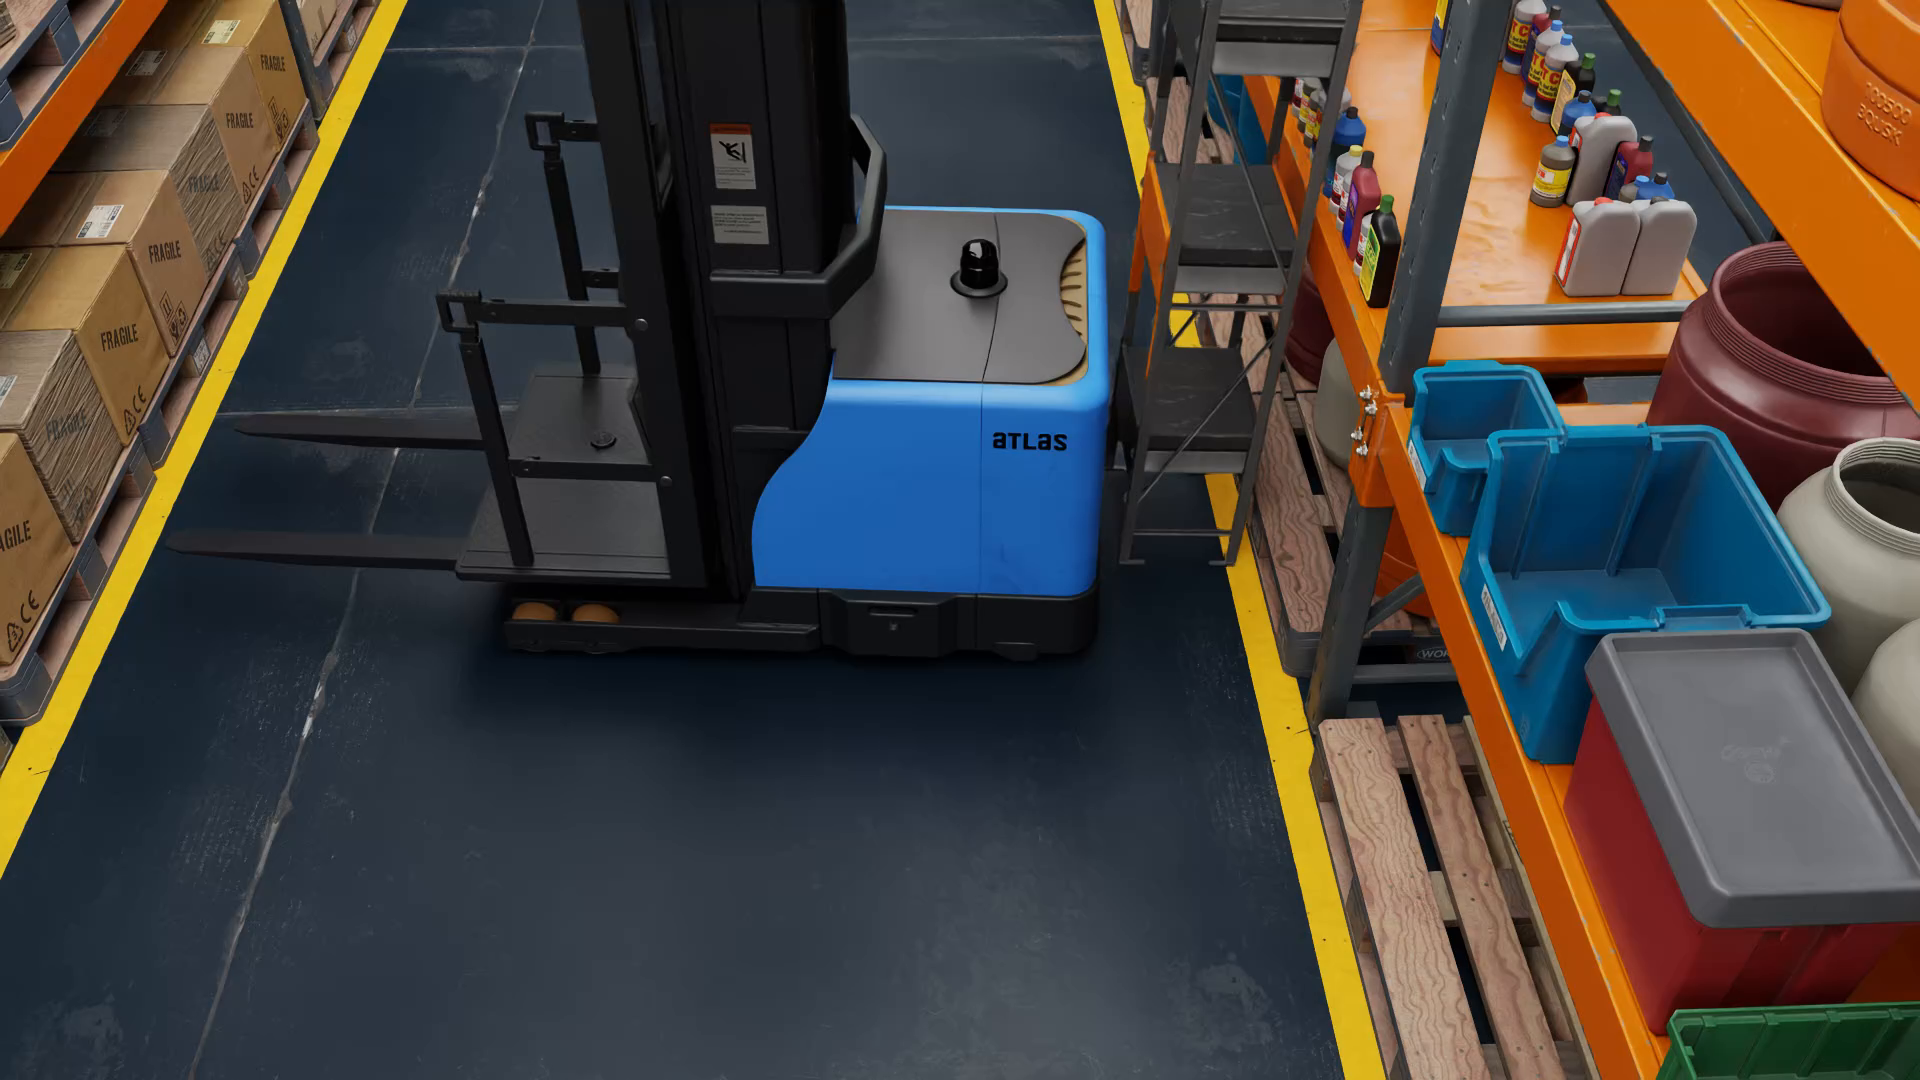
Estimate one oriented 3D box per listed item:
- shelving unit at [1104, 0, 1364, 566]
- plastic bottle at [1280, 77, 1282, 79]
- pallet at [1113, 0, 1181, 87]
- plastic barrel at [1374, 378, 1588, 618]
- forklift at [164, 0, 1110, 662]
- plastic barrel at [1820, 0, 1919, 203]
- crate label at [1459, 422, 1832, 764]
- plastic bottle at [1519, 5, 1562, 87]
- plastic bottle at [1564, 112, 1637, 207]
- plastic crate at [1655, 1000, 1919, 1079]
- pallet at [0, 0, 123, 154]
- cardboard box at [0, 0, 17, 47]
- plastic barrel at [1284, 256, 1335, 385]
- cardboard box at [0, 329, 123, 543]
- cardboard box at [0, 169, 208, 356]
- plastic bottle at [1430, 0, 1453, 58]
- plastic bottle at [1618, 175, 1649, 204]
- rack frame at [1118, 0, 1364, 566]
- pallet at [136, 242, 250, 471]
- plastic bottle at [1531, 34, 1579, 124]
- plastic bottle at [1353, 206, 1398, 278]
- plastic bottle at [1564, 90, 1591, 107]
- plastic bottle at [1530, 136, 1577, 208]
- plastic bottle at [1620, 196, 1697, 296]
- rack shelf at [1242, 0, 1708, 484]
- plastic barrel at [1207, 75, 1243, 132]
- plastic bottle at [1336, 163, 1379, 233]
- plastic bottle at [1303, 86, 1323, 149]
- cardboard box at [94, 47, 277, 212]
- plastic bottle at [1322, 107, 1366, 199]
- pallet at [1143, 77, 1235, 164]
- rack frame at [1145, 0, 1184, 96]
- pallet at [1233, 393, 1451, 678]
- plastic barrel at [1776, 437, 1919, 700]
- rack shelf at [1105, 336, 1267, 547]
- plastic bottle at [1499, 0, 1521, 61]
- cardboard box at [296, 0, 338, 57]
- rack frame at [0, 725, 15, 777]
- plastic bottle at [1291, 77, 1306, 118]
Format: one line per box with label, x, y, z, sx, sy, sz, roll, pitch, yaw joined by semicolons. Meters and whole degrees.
shelving unit;0.779;-0.852;5.106;0.431;2.100;0.503;1;43;-4
plastic bottle;1.119;-1.681;5.401;0.144;0.351;0.185;-2;43;-2
pallet;1.336;-2.726;8.568;1.003;0.211;1.213;-2;43;-2
plastic barrel;1.538;-0.243;5.090;0.600;0.830;0.708;-2;43;-2
forklift;-1.058;-1.069;4.747;3.031;2.935;1.130;2;43;2
plastic barrel;1.422;-0.820;1.887;0.600;0.830;0.708;-2;43;-2
crate label;1.348;0.107;3.387;0.502;0.435;0.616;-2;43;-2
plastic bottle;1.877;-1.598;5.360;0.061;0.283;0.133;-2;43;-2
plastic bottle;1.861;-1.126;4.850;0.152;0.276;0.135;-2;43;-2
plastic crate;1.390;1.053;2.538;0.450;0.188;0.662;-2;43;-2
pallet;-3.460;-1.661;5.484;1.003;0.211;1.213;-2;43;-2
cardboard box;-3.360;-1.655;4.951;0.700;0.500;0.500;6;43;6
plastic barrel;1.490;-0.916;6.003;0.600;0.588;0.708;-2;43;-2
cardboard box;-3.135;-0.328;5.412;0.500;0.500;0.500;-3;43;-3
cardboard box;-3.178;-1.019;6.166;0.500;0.500;0.500;-3;43;-3
plastic bottle;1.673;-1.790;5.520;0.144;0.351;0.185;-2;43;-2
plastic bottle;1.899;-0.931;4.693;0.097;0.201;0.097;0;43;0
rack frame;0.788;-0.685;4.928;0.400;2.100;0.015;1;43;-4
pallet;-3.416;-0.717;6.376;1.003;0.211;1.213;-2;43;-2
plastic bottle;1.868;-1.449;5.207;0.097;0.271;0.097;0;43;0
plastic bottle;1.146;-0.824;4.576;0.097;0.201;0.097;0;43;0
plastic bottle;1.878;-1.268;5.060;0.097;0.201;0.097;0;43;0
plastic bottle;1.737;-1.082;4.858;0.097;0.201;0.097;0;43;0
plastic bottle;1.881;-0.814;4.510;0.152;0.276;0.135;-2;43;-2
rack shelf;1.491;-1.643;5.855;1.077;0.370;4.000;-2;43;-2
plastic barrel;1.412;-2.272;7.251;0.600;0.901;0.708;-2;43;-2
plastic bottle;1.136;-0.980;4.746;0.097;0.201;0.097;0;43;0
plastic bottle;1.116;-1.309;5.105;0.097;0.201;0.097;0;43;0
cardboard box;-3.223;-1.701;6.910;0.500;0.500;0.500;-2;43;-2
plastic bottle;1.128;-1.137;4.866;0.097;0.271;0.097;0;43;0
pallet;1.397;-1.708;7.458;1.003;0.211;1.213;-2;43;-2
rack frame;1.406;-3.259;7.085;1.000;3.000;0.127;-2;43;-2
pallet;1.501;-0.061;5.661;1.003;0.211;1.213;-2;43;-2
plastic barrel;1.833;0.089;3.350;0.421;0.512;0.421;0;43;0
rack shelf;0.743;-0.331;5.592;0.431;0.518;0.480;1;43;-4
plastic bottle;1.822;-1.750;5.531;0.152;0.276;0.135;-2;43;-2
cardboard box;-3.345;-2.579;8.009;0.500;0.311;0.500;-2;43;-2
rack frame;-3.373;-0.419;3.987;1.000;3.000;0.127;-2;43;-2
plastic bottle;1.107;-1.440;5.248;0.097;0.201;0.097;0;43;0
